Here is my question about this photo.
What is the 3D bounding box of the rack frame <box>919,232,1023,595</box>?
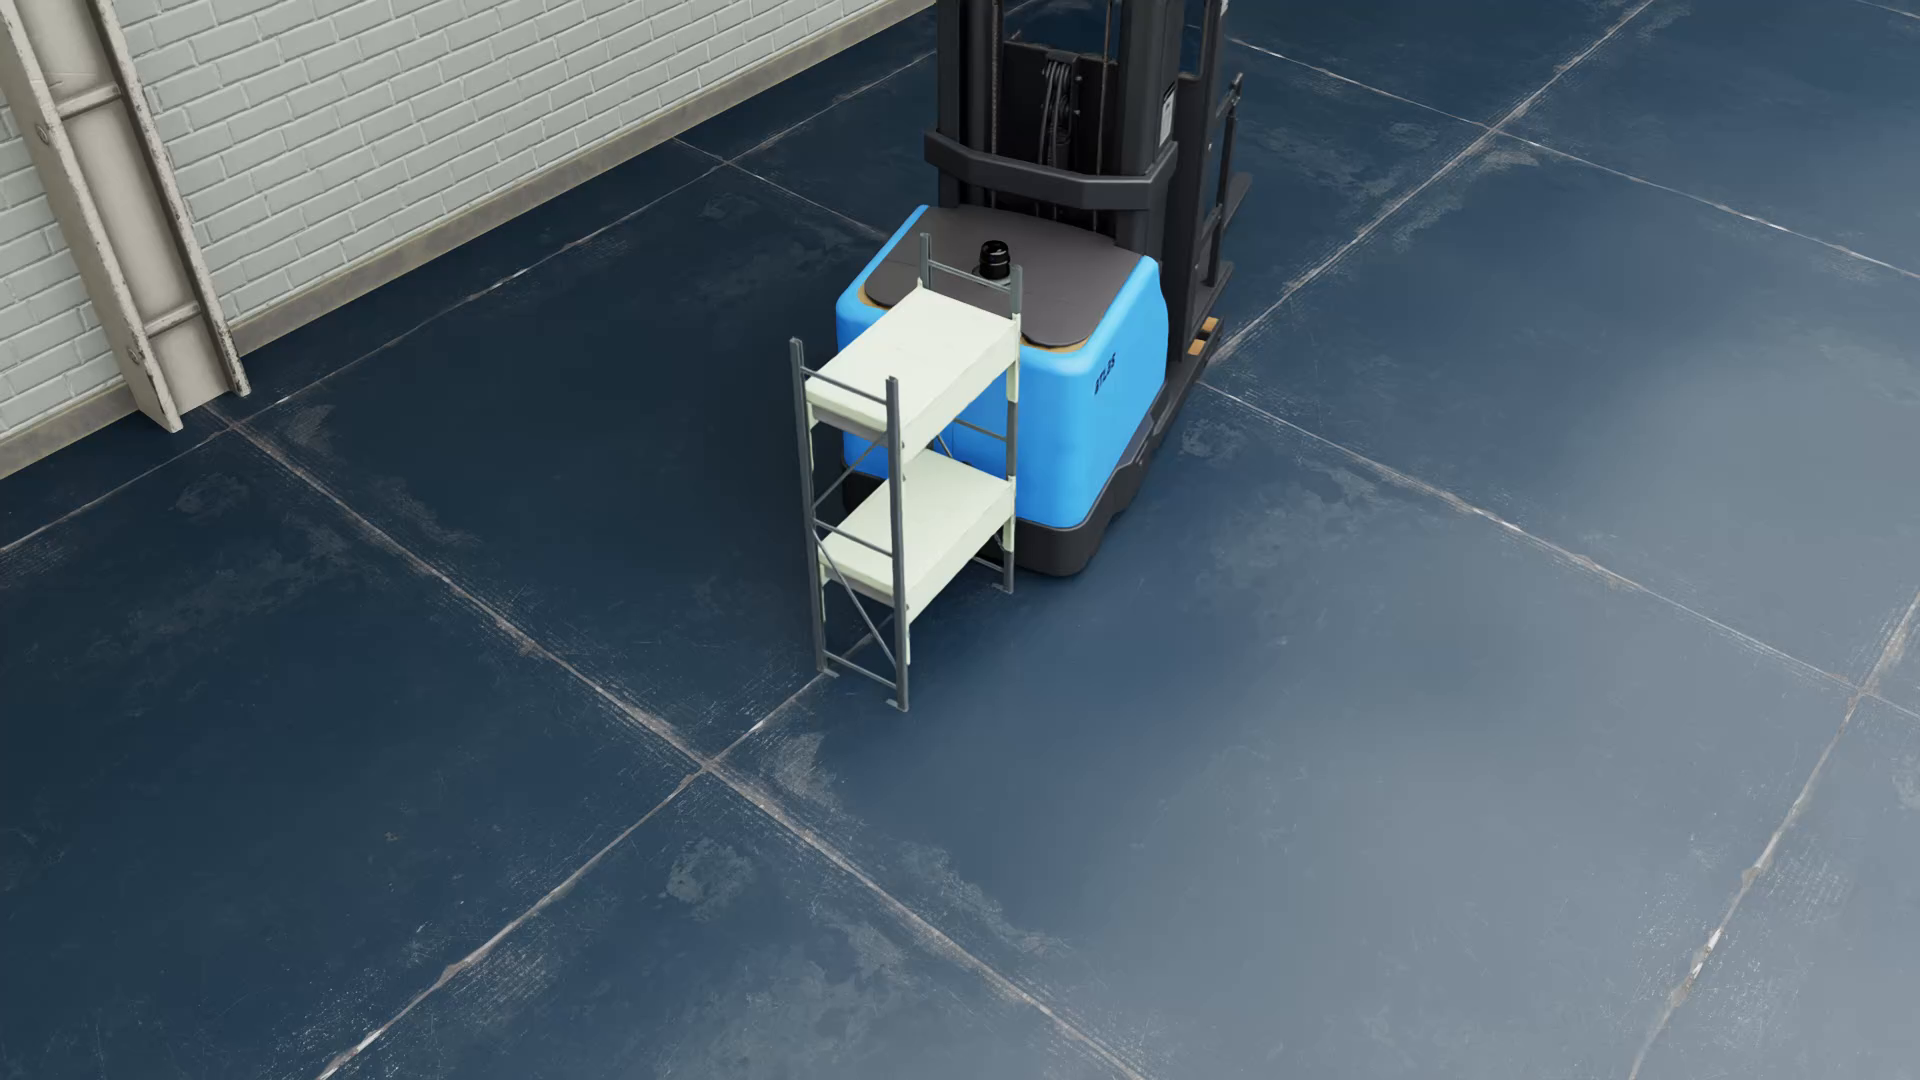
[{"bbox_3d":[0.035,-0.417,6.094,0.400,1.500,0.023,23,47,24],"label":"rack frame"}]

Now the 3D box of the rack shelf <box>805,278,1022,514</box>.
[{"bbox_3d":[-0.163,-0.498,5.603,0.431,0.370,0.720,23,47,24],"label":"rack shelf"}]

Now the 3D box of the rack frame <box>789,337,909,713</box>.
[{"bbox_3d":[-0.361,-0.003,5.638,0.400,1.500,0.023,23,47,24],"label":"rack frame"}]

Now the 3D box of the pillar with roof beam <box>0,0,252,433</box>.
[{"bbox_3d":[-0.136,-2.099,2.370,9.100,9.000,0.400,29,50,28],"label":"pillar with roof beam"}]

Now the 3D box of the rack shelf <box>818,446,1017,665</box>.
[{"bbox_3d":[-0.163,0.031,6.085,0.431,0.370,0.720,23,47,24],"label":"rack shelf"}]

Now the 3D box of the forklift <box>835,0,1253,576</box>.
[{"bbox_3d":[0.576,-1.941,6.706,1.130,2.935,3.031,16,45,17],"label":"forklift"}]

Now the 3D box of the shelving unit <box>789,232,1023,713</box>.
[{"bbox_3d":[-0.163,-0.210,5.866,0.431,1.500,0.755,23,47,24],"label":"shelving unit"}]
